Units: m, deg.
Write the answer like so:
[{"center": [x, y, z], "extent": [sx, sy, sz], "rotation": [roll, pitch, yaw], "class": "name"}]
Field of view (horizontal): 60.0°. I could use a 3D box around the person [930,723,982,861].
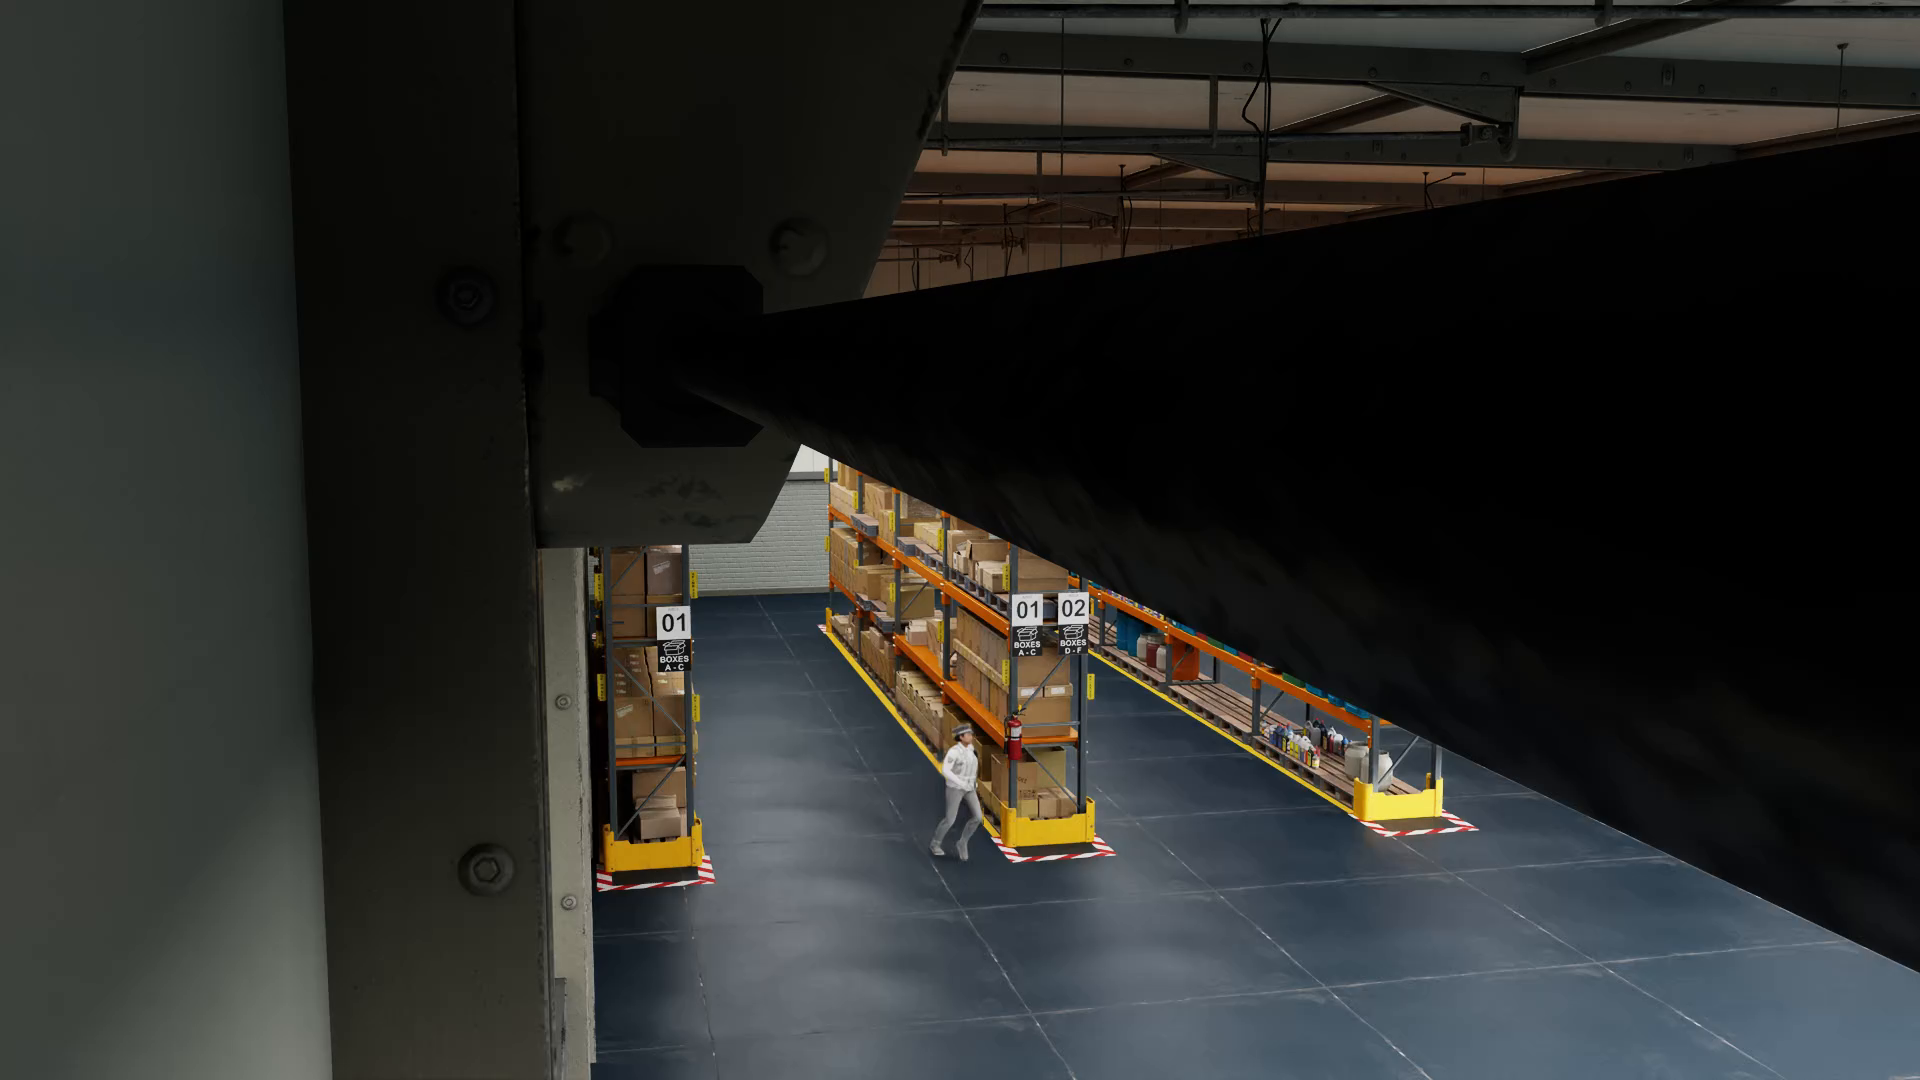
[{"center": [0.025, 3.086, 20.525], "extent": [0.676, 1.685, 0.644], "rotation": [-7, 9, -44], "class": "person"}]
